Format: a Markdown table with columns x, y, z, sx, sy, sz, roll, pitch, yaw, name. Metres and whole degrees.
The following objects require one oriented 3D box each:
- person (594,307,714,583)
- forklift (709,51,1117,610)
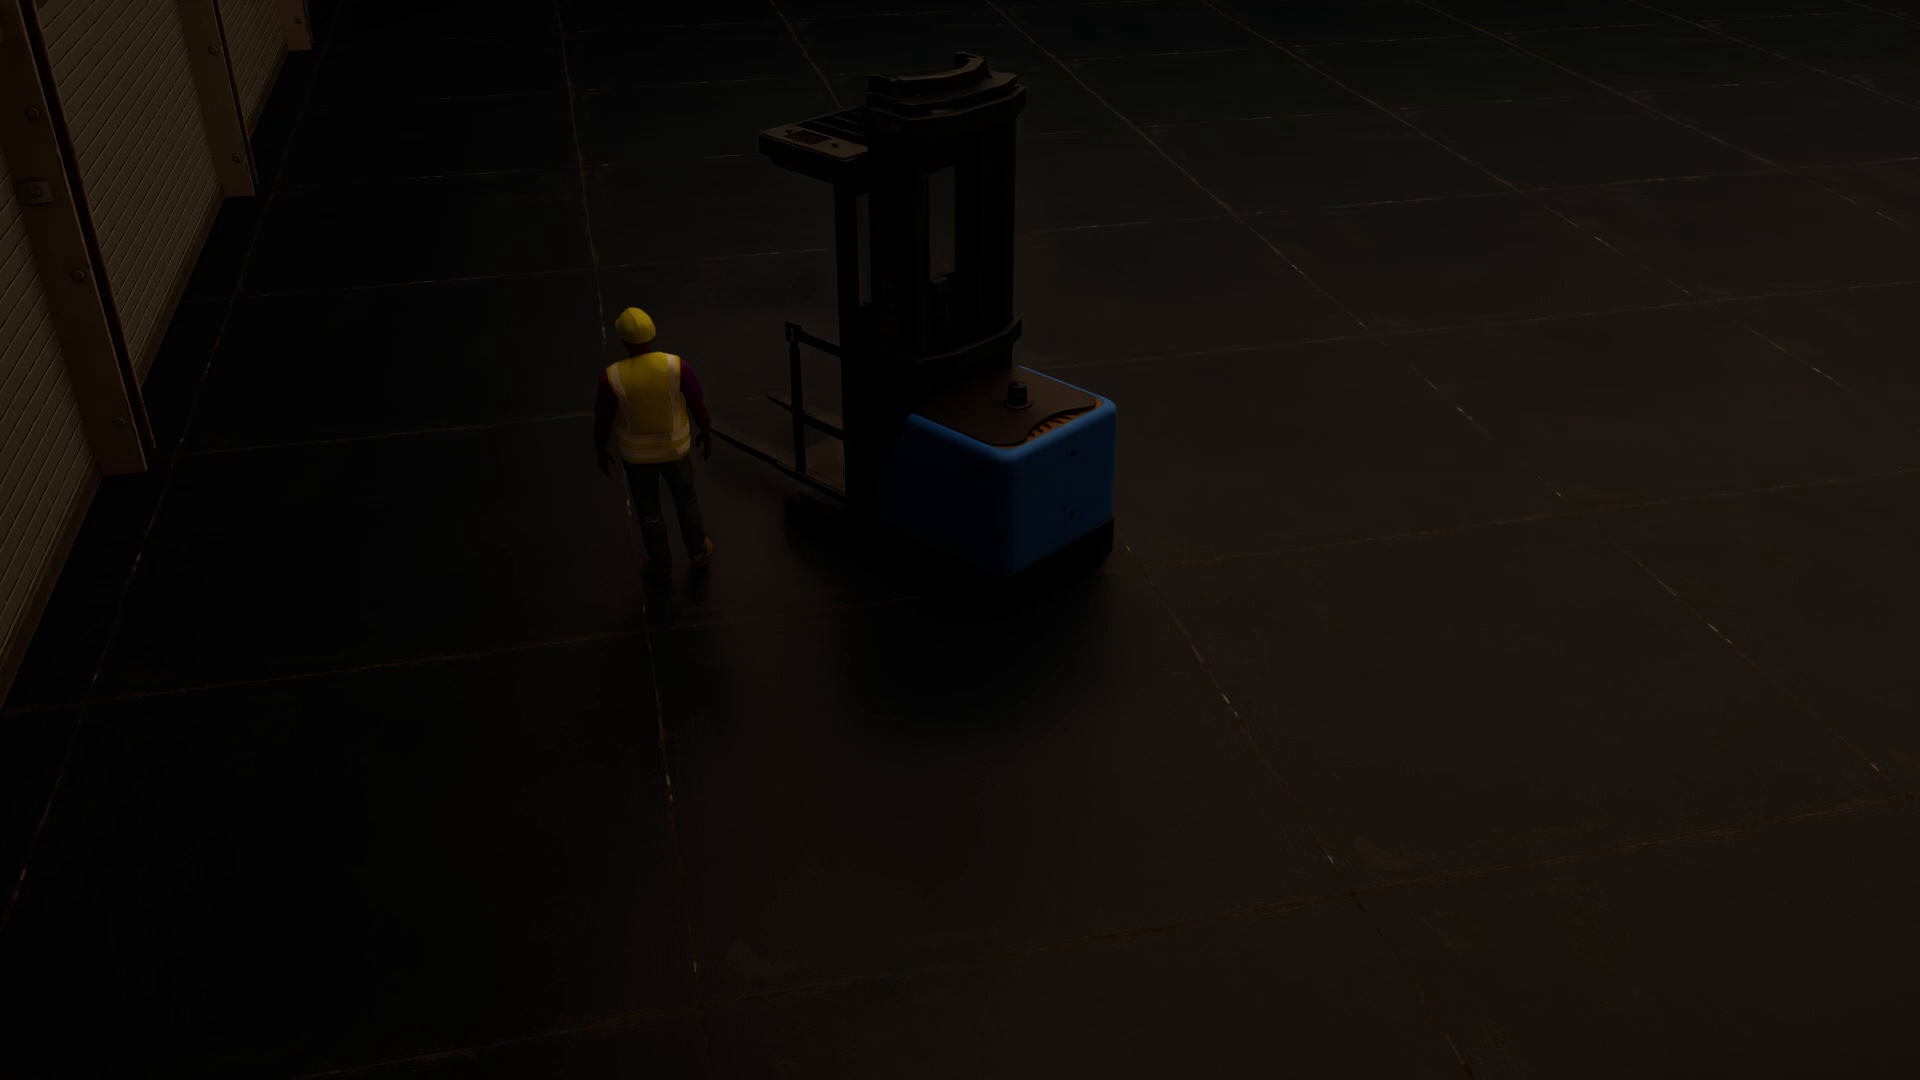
| x | y | z | sx | sy | sz | roll | pitch | yaw | name |
| --- | --- | --- | --- | --- | --- | --- | --- | --- | --- |
| -1.792 | -0.571 | 9.715 | 0.670 | 1.770 | 0.561 | -8 | 31 | -13 | person |
| -0.476 | -1.488 | 10.145 | 3.031 | 2.935 | 1.130 | 26 | 39 | 37 | forklift |
